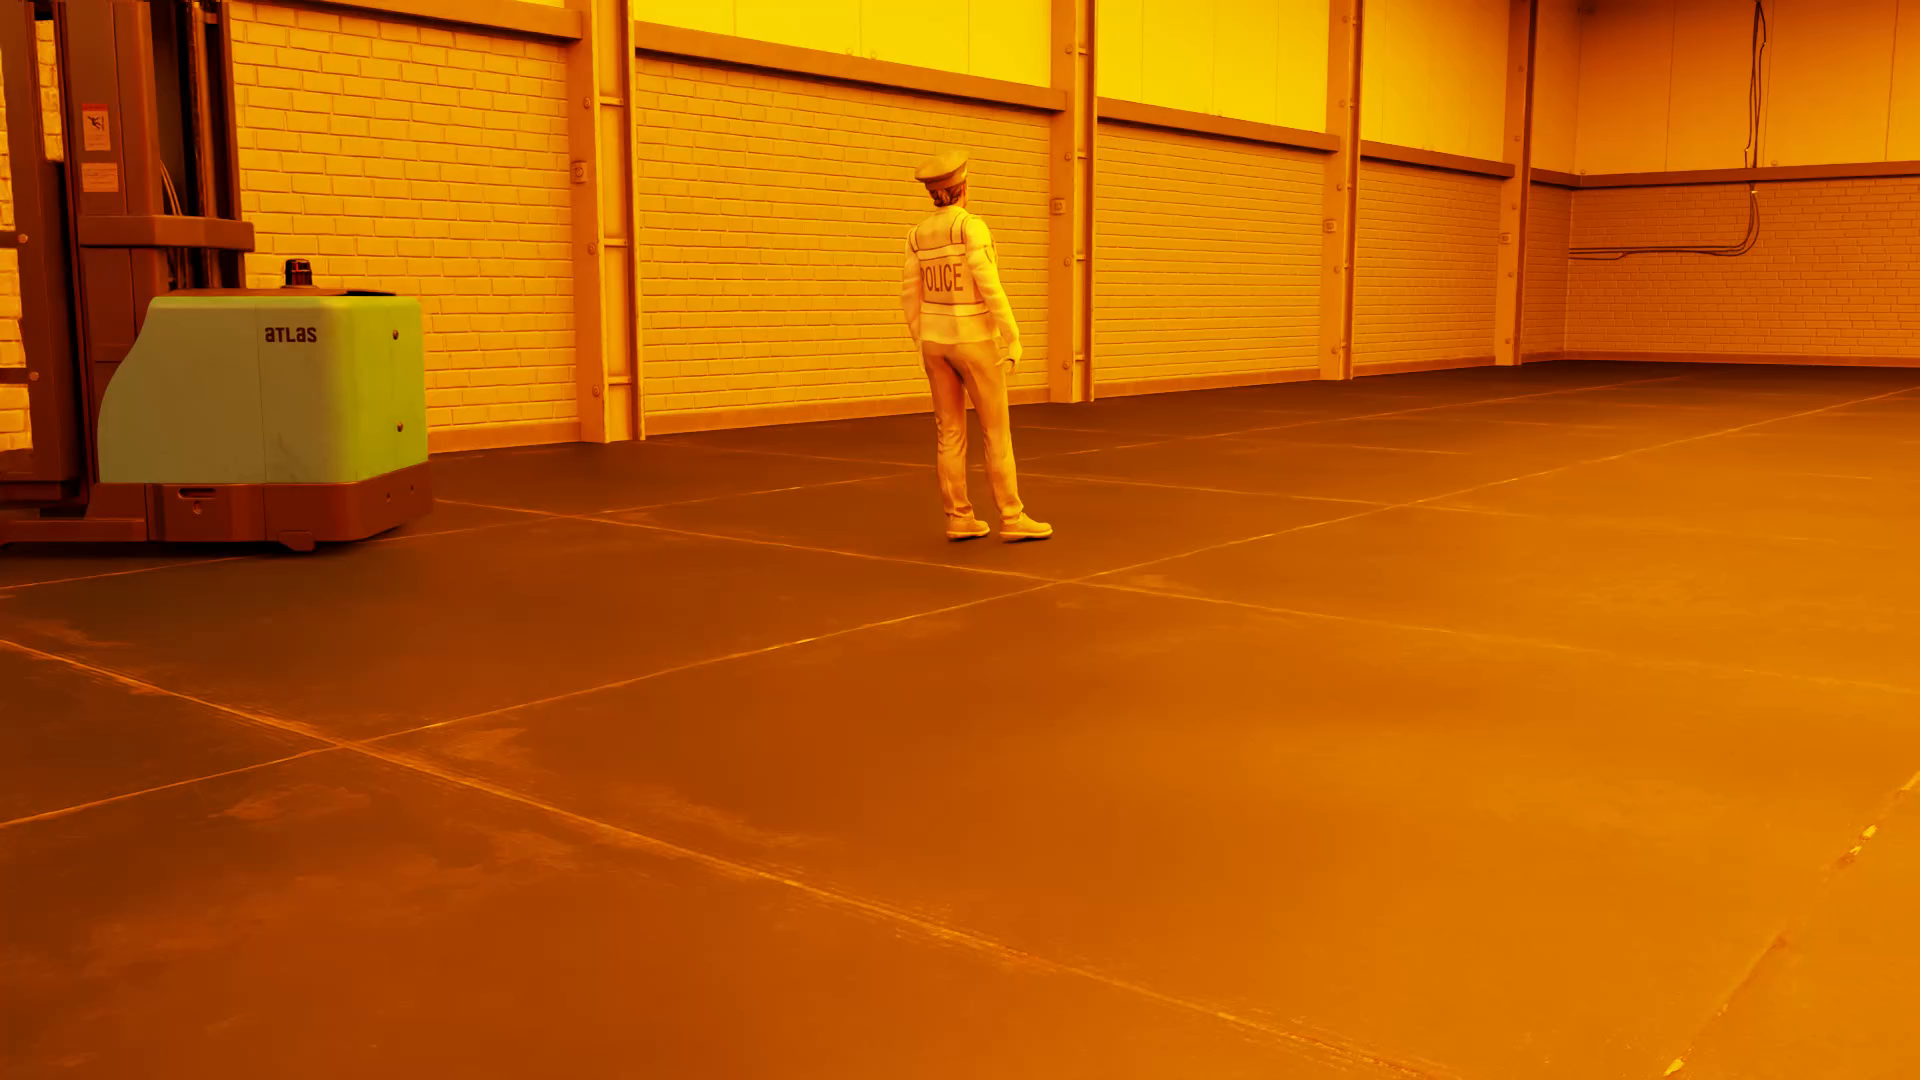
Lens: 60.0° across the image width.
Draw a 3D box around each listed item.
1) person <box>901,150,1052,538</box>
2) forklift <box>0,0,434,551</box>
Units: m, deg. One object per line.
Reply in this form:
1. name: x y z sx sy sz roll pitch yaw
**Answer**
1. person: 0.047 -0.851 7.329 0.587 1.693 0.534 7 11 38
2. forklift: -3.994 -1.452 7.208 3.031 2.935 1.130 0 8 1
